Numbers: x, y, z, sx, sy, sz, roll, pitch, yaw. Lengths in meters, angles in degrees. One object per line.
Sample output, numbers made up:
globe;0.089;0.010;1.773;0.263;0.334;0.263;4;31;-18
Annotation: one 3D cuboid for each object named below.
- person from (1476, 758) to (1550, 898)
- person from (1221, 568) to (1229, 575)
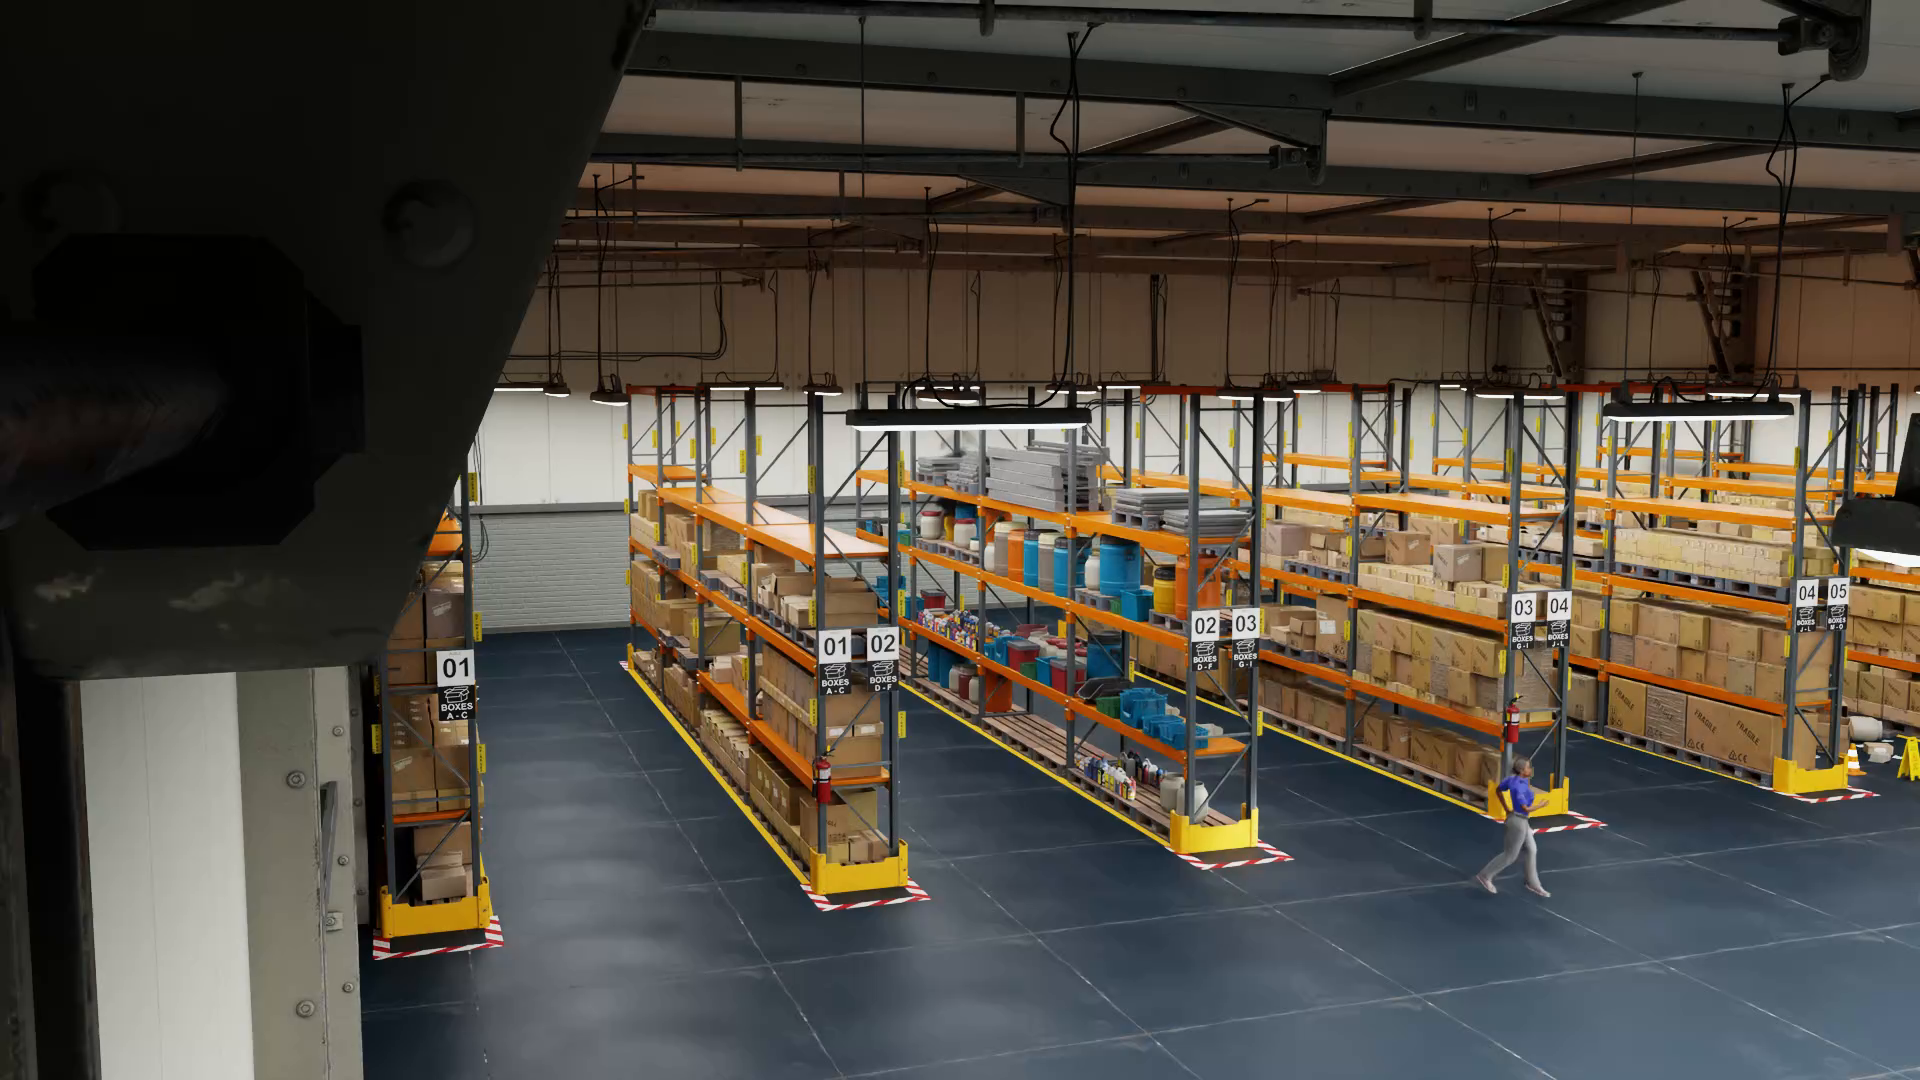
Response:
person;6.644;3.438;19.906;0.871;1.685;0.595;1;6;13
person;6.175;1.314;40.237;0.766;1.807;0.855;4;7;37
